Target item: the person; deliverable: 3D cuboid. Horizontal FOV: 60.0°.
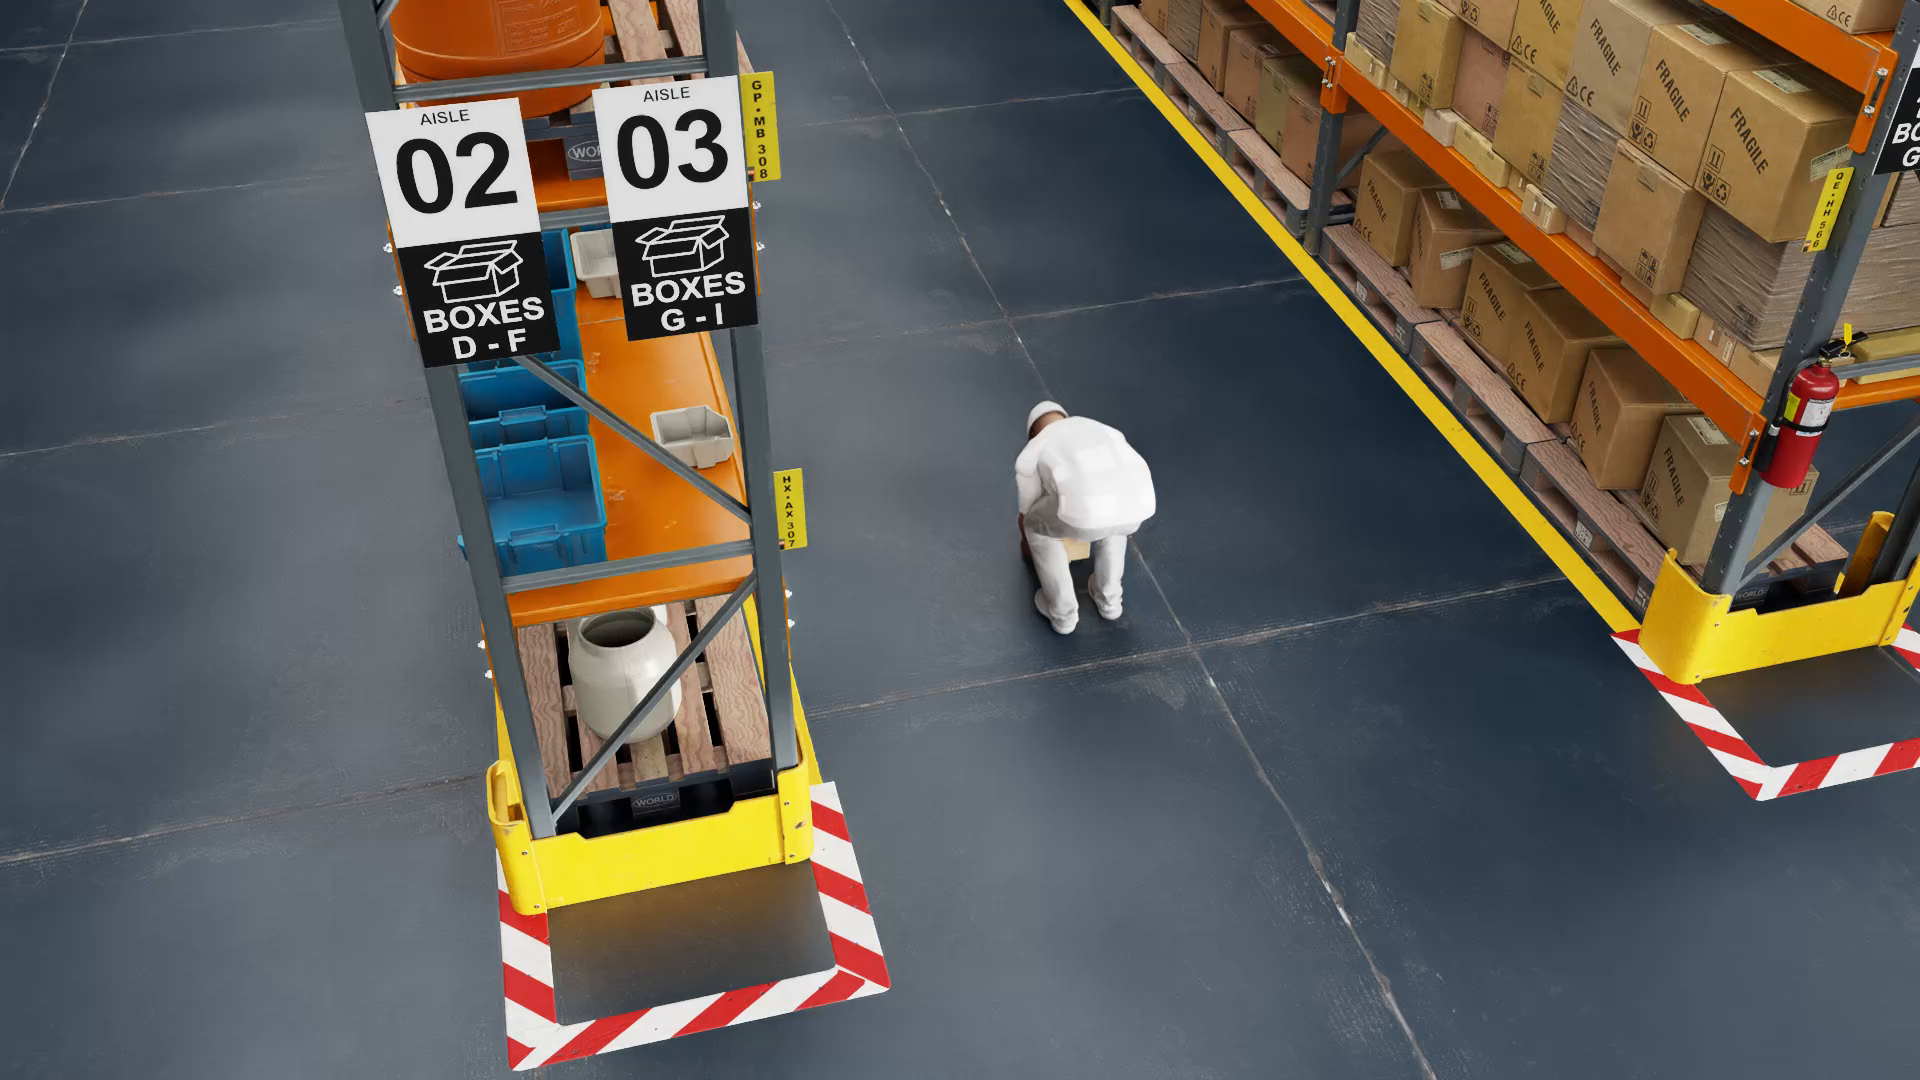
[{"bbox_3d":[0.518,-0.145,7.551,0.499,0.939,0.975,-11,39,-14],"label":"person"}]
